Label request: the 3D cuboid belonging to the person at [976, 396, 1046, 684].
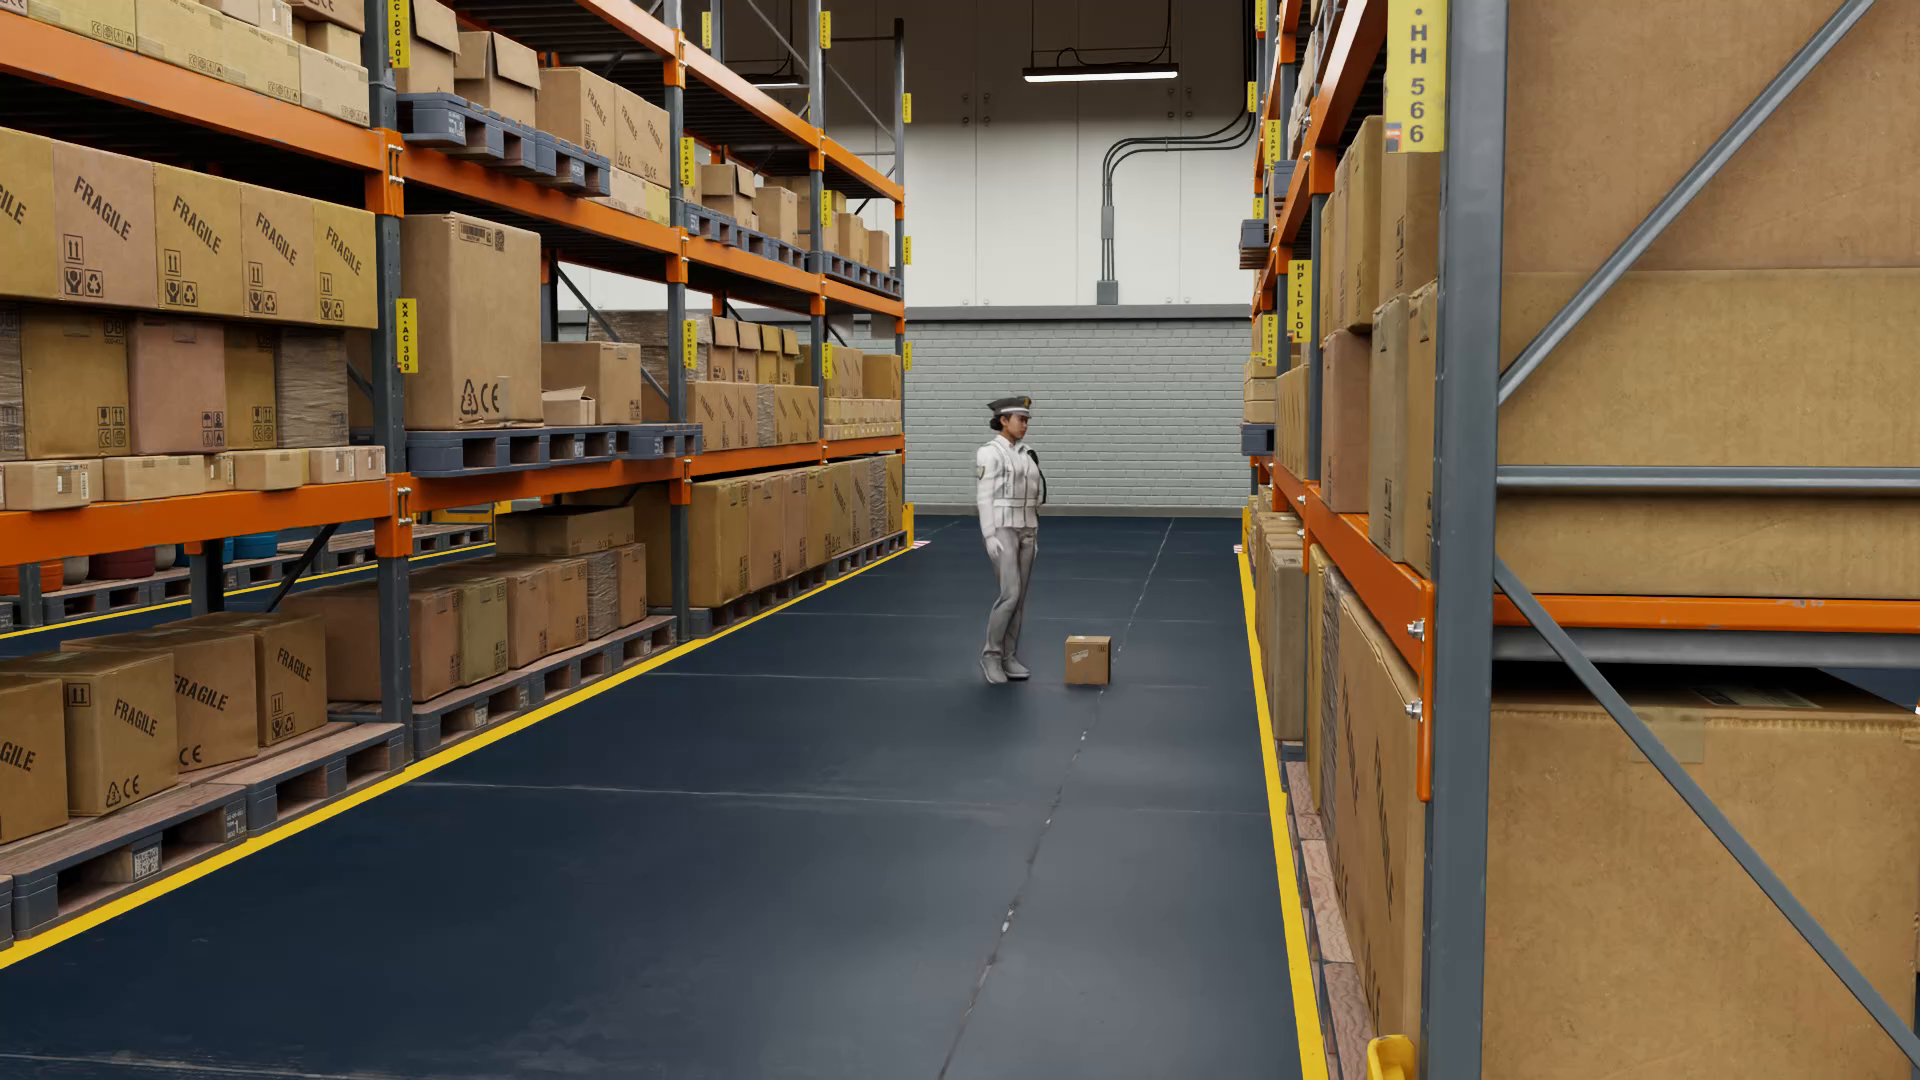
[{"bbox_3d":[0.309,-0.005,9.937,0.374,1.709,0.527,4,6,43],"label":"person"}]
